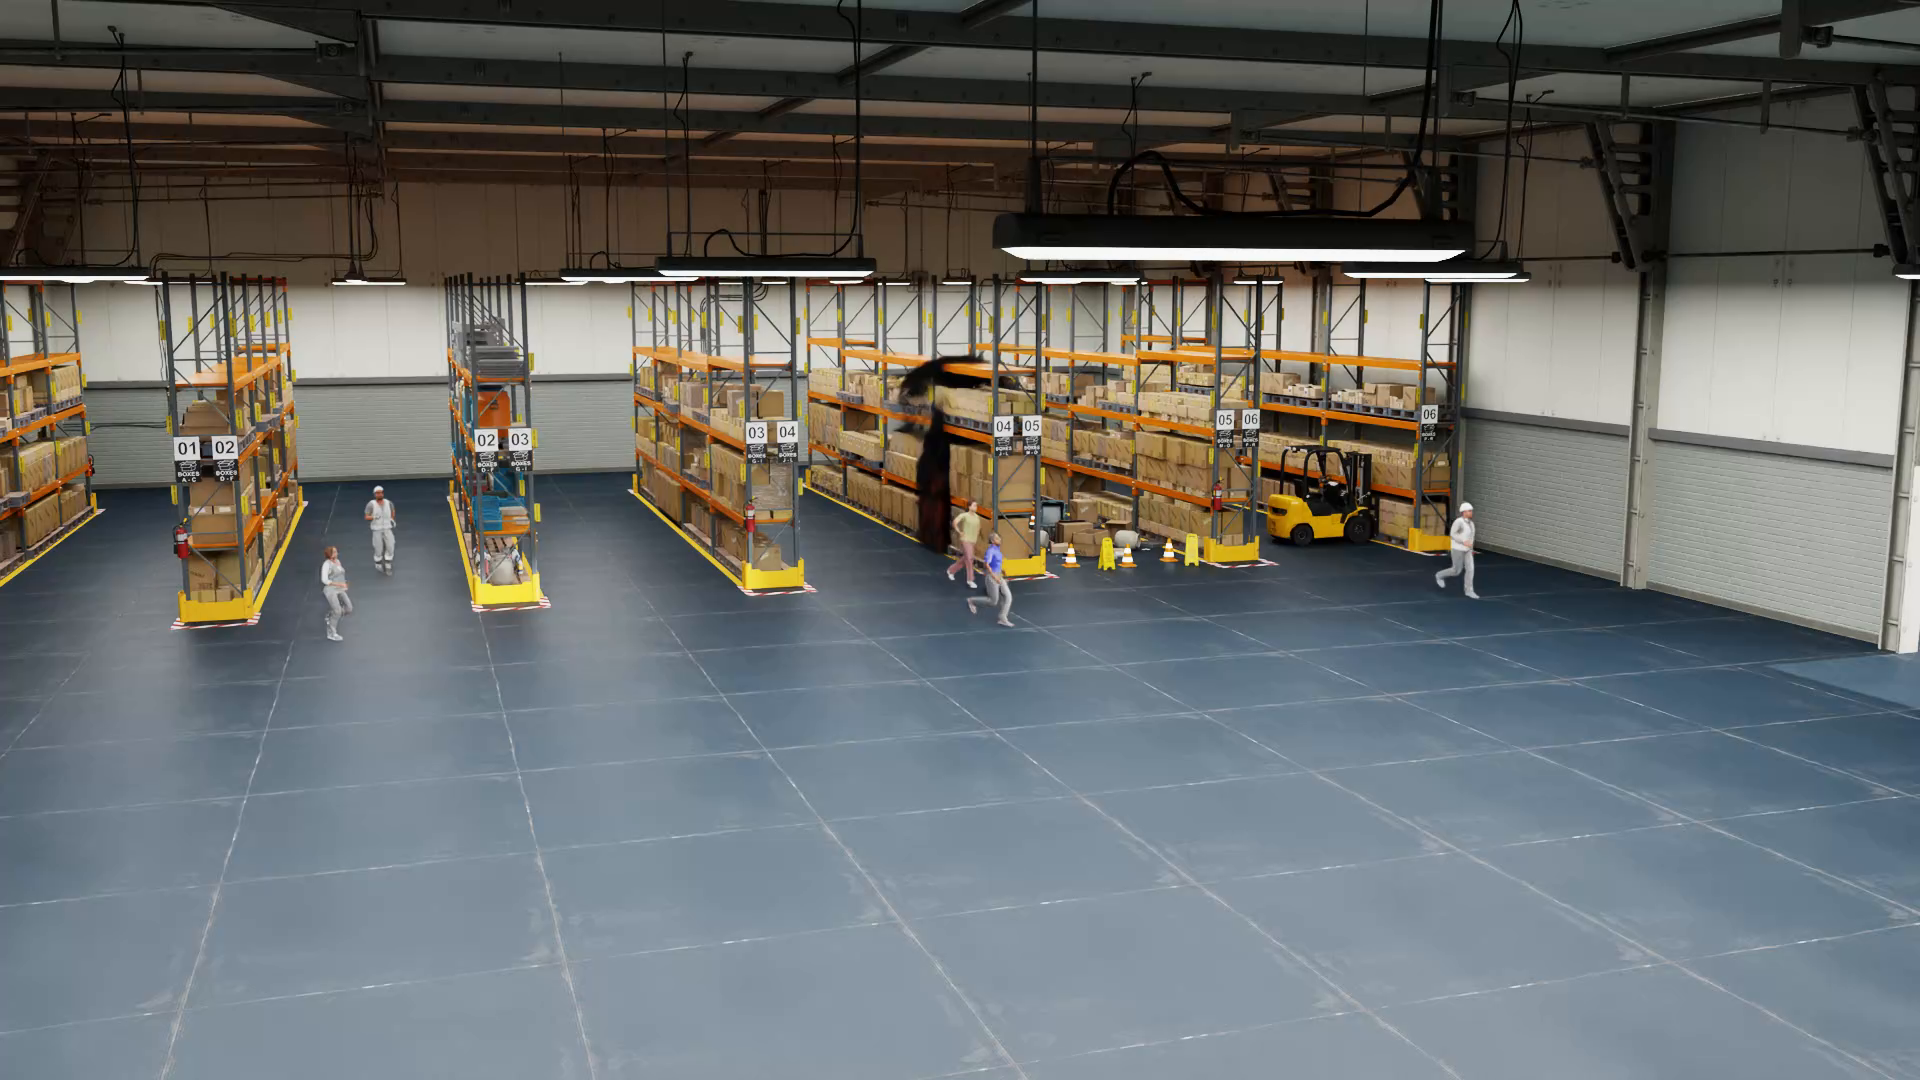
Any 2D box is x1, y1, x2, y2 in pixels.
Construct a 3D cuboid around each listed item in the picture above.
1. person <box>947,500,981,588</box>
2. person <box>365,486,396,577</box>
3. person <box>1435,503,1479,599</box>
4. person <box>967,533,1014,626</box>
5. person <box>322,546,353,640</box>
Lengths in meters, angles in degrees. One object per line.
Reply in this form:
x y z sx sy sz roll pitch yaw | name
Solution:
0.174 0.036 32.311 0.909 1.666 0.595 8 12 44 | person
-11.560 -0.168 33.269 0.632 1.824 0.705 -5 10 -31 | person
9.372 0.174 31.147 0.682 1.768 0.961 -7 11 -40 | person
0.544 0.677 28.459 0.803 1.611 0.572 3 9 20 | person
-10.216 0.866 27.239 0.538 1.561 0.532 2 9 14 | person
